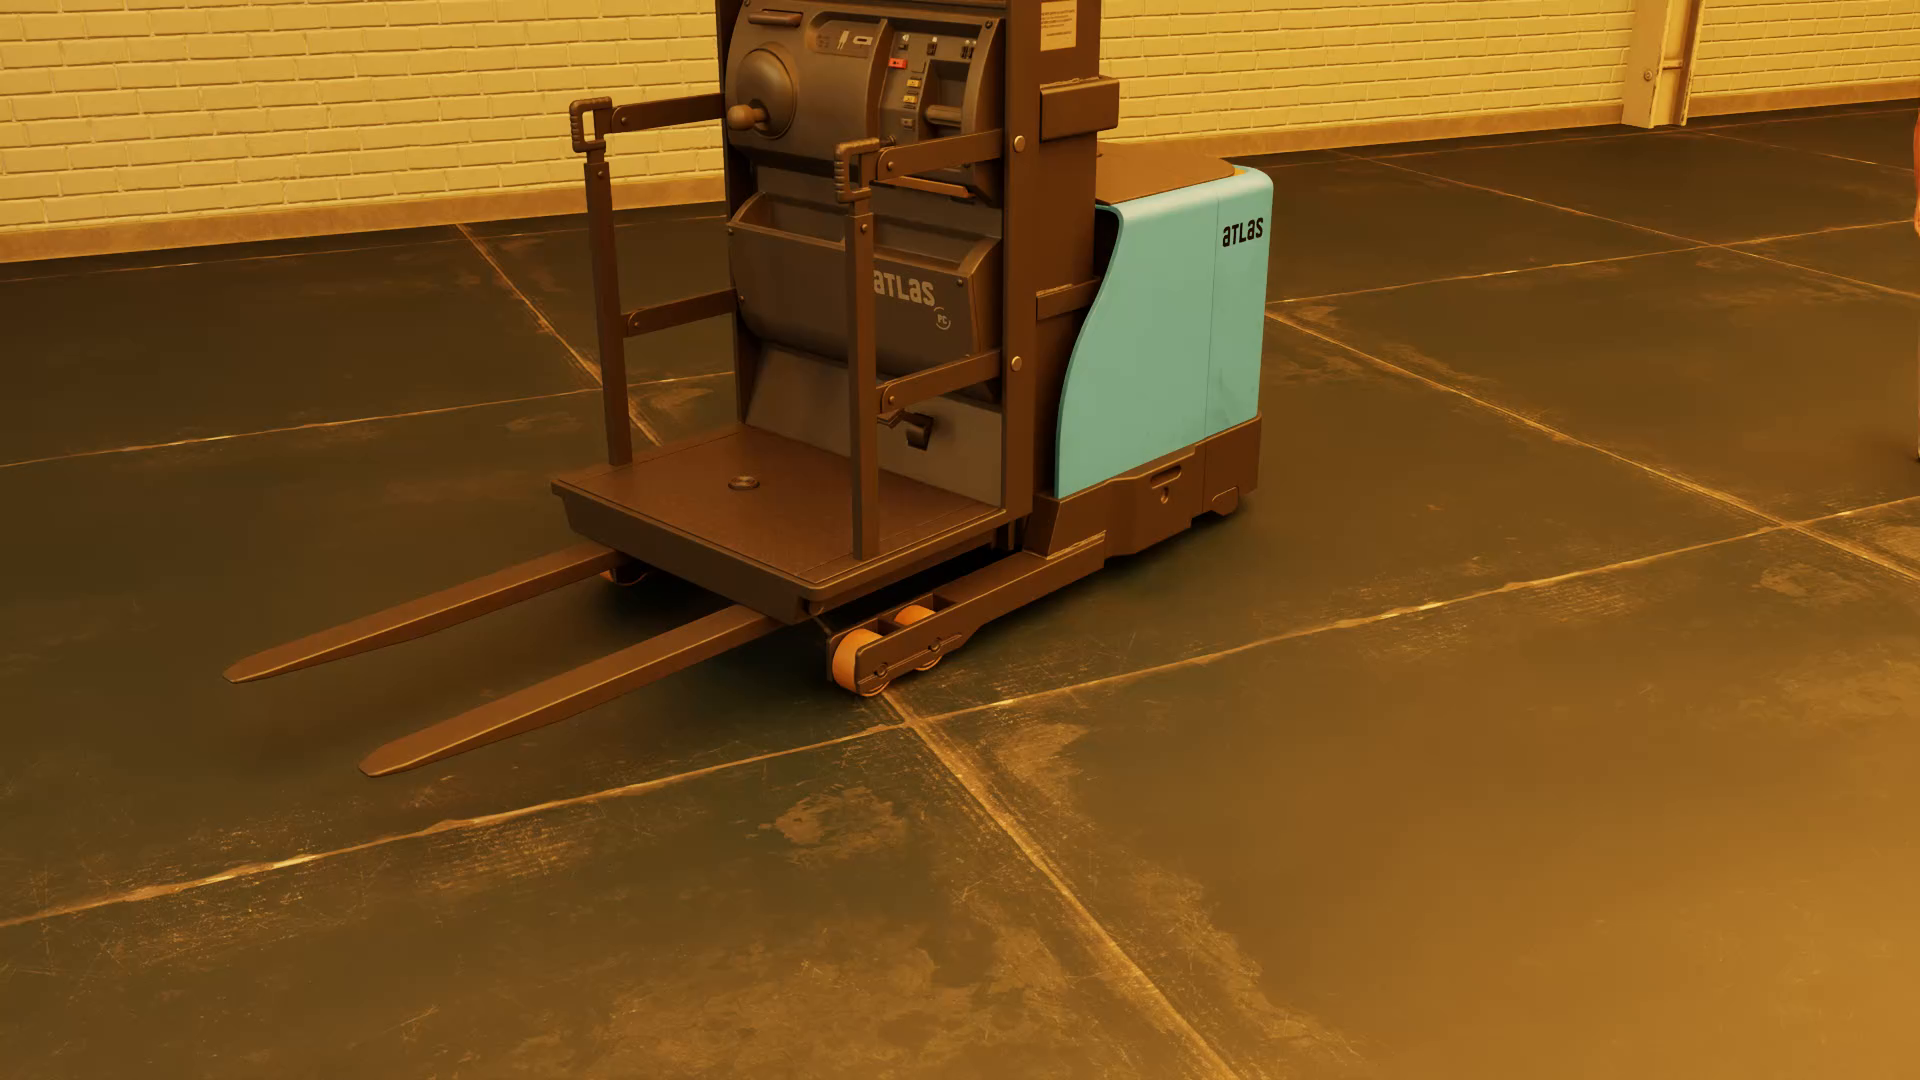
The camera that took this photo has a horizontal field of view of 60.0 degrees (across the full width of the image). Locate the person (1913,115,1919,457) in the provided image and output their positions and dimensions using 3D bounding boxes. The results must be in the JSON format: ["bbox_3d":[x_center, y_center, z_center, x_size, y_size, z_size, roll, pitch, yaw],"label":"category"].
[{"bbox_3d":[3.469,-1.078,5.429,0.551,1.727,0.640,-14,26,-30],"label":"person"}]

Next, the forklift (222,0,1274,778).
[{"bbox_3d":[-0.413,-1.182,4.131,1.130,2.935,3.031,19,29,39],"label":"forklift"}]
